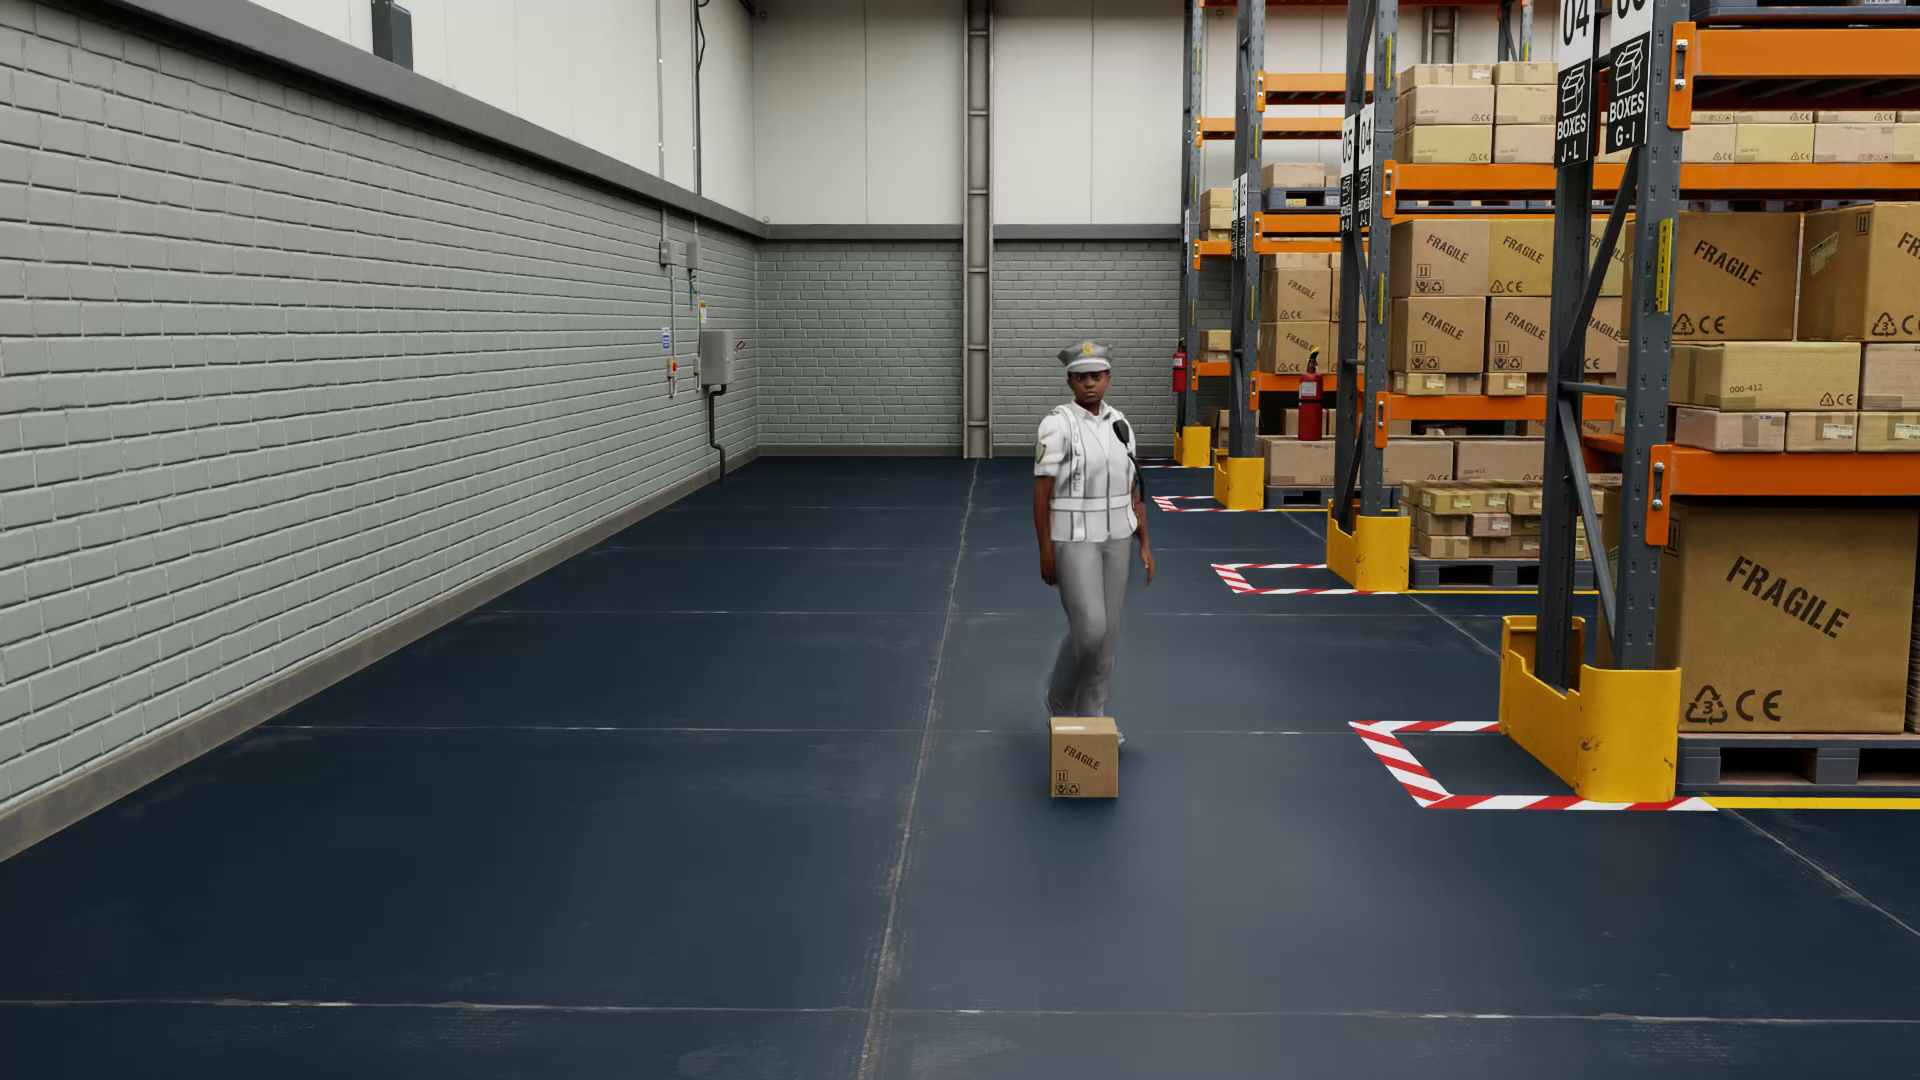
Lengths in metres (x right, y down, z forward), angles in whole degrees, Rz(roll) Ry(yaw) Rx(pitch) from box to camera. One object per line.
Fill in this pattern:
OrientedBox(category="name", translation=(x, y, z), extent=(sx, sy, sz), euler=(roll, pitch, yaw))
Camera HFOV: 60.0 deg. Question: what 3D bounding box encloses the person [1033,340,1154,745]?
OrientedBox(category="person", translation=(0.564, 0.034, 6.859), extent=(0.466, 1.703, 0.435), euler=(-5, 9, -32))
